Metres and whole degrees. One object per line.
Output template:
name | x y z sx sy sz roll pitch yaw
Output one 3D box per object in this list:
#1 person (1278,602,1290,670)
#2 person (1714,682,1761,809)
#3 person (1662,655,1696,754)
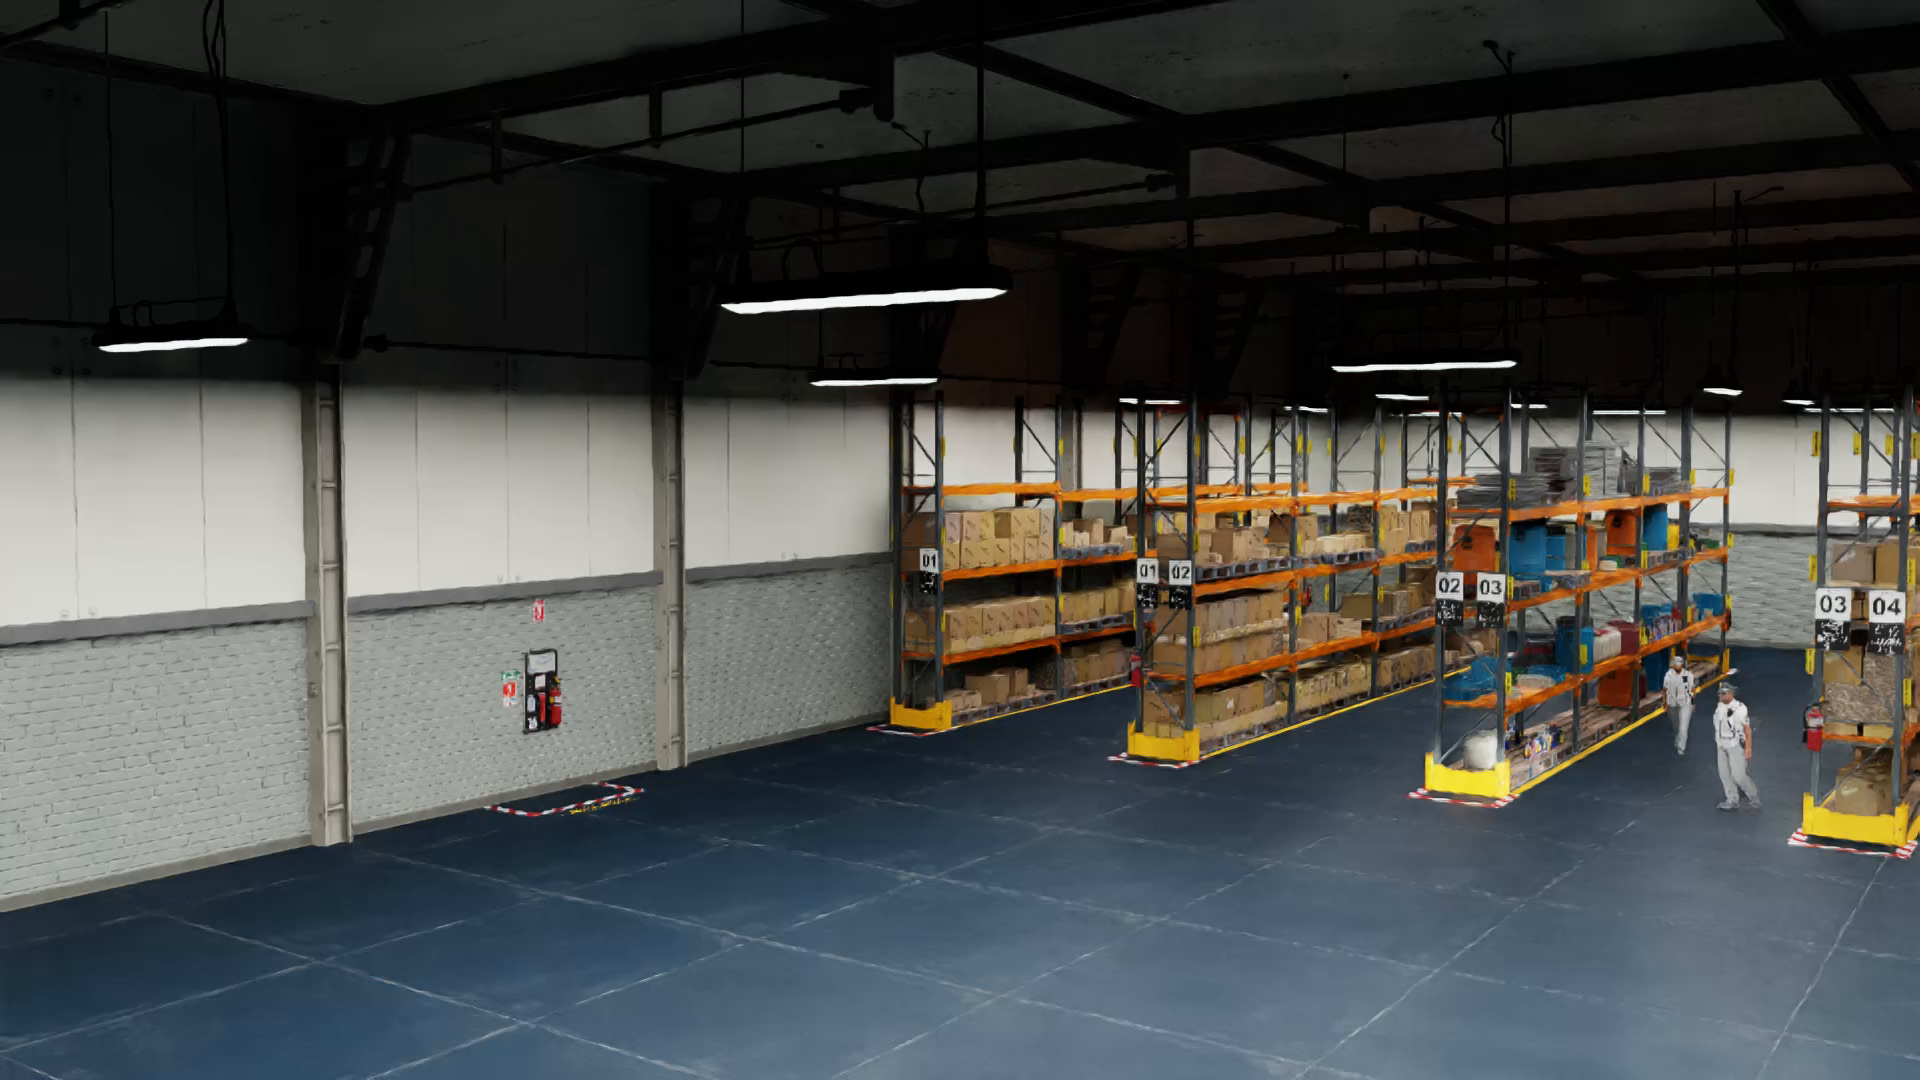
person | 7.000 2.153 35.476 0.431 1.684 0.553 0 3 5
person | 10.740 2.837 22.970 0.570 1.748 0.603 -1 3 -18
person | 11.756 2.666 27.211 0.497 1.583 1.090 2 4 38
